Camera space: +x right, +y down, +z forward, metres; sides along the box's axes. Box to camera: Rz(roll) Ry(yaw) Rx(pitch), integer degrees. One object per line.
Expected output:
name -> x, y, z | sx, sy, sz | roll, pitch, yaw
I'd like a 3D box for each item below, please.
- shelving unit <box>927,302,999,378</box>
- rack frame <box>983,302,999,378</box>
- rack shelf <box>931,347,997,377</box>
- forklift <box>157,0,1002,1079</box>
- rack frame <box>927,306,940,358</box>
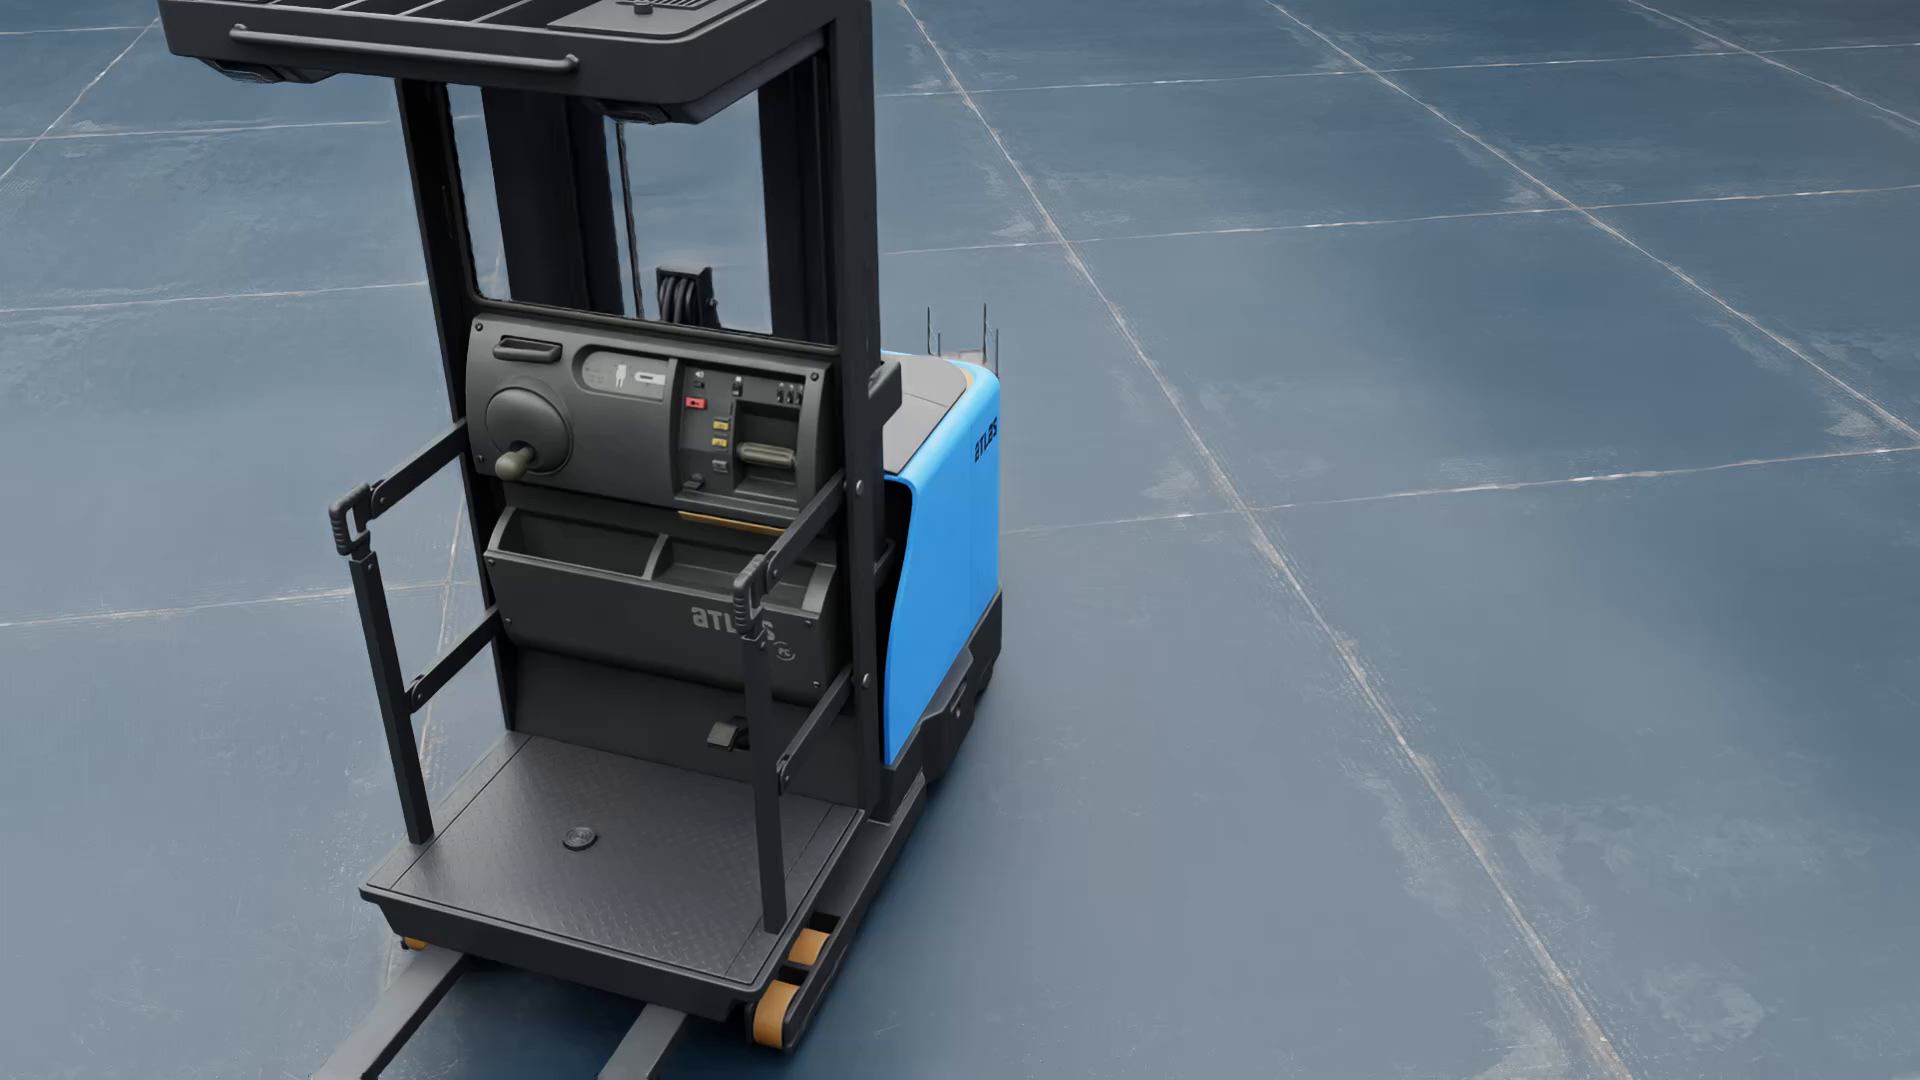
shelving unit -> 0.008, -0.389, 6.023 | 0.210, 0.900, 0.258 | -5, 31, -9
rack frame -> 0.108, -0.398, 6.039 | 0.006, 0.900, 0.240 | -5, 31, -9
rack shelf -> 0.008, -0.593, 5.903 | 0.200, 0.077, 0.258 | -5, 31, -9
forklift -> -0.822, -0.239, 3.765 | 1.130, 2.935, 3.031 | 10, 32, 16
rack frame -> -0.092, -0.379, 6.007 | 0.006, 0.900, 0.240 | -5, 31, -9
